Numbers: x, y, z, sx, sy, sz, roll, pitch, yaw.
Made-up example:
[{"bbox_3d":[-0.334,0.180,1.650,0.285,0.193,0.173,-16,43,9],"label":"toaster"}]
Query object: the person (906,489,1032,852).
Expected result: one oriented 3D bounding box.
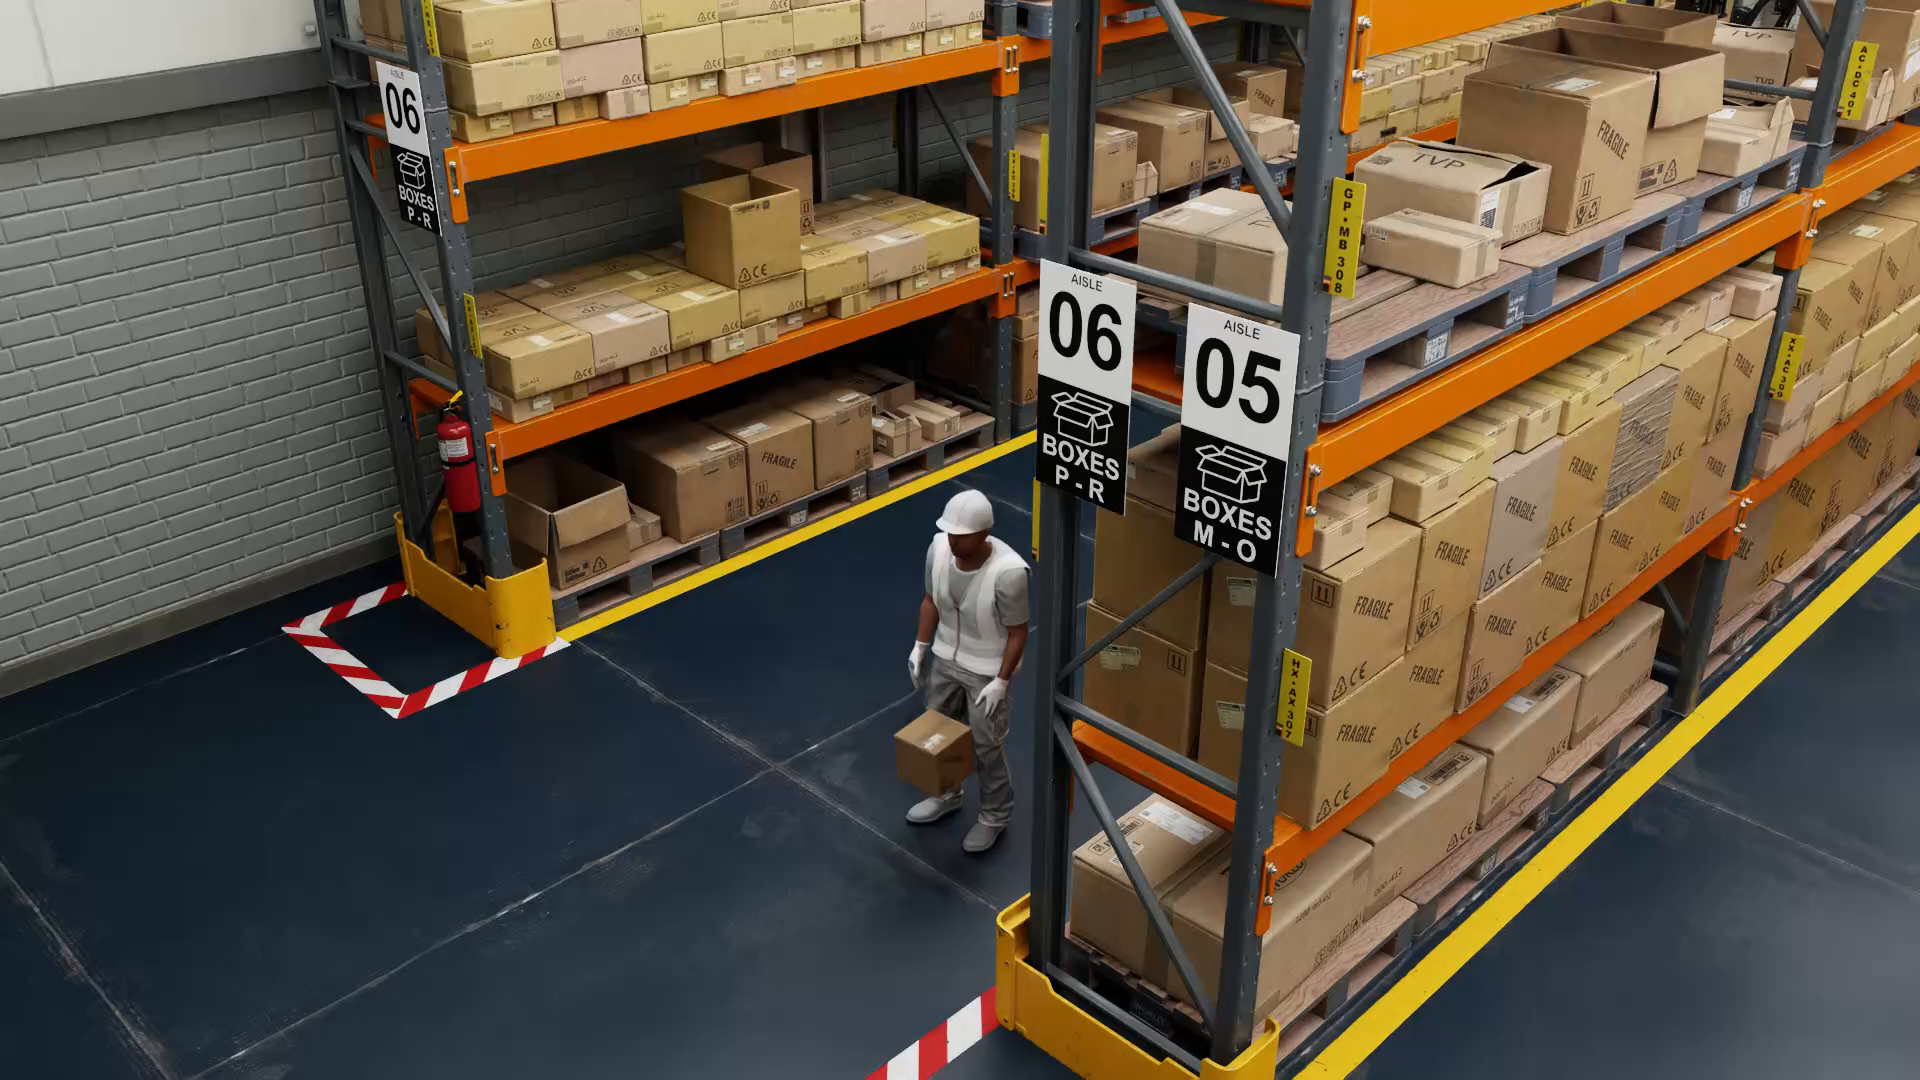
[{"bbox_3d":[0.054,0.566,7.514,0.575,1.781,0.410,22,35,35],"label":"person"}]
